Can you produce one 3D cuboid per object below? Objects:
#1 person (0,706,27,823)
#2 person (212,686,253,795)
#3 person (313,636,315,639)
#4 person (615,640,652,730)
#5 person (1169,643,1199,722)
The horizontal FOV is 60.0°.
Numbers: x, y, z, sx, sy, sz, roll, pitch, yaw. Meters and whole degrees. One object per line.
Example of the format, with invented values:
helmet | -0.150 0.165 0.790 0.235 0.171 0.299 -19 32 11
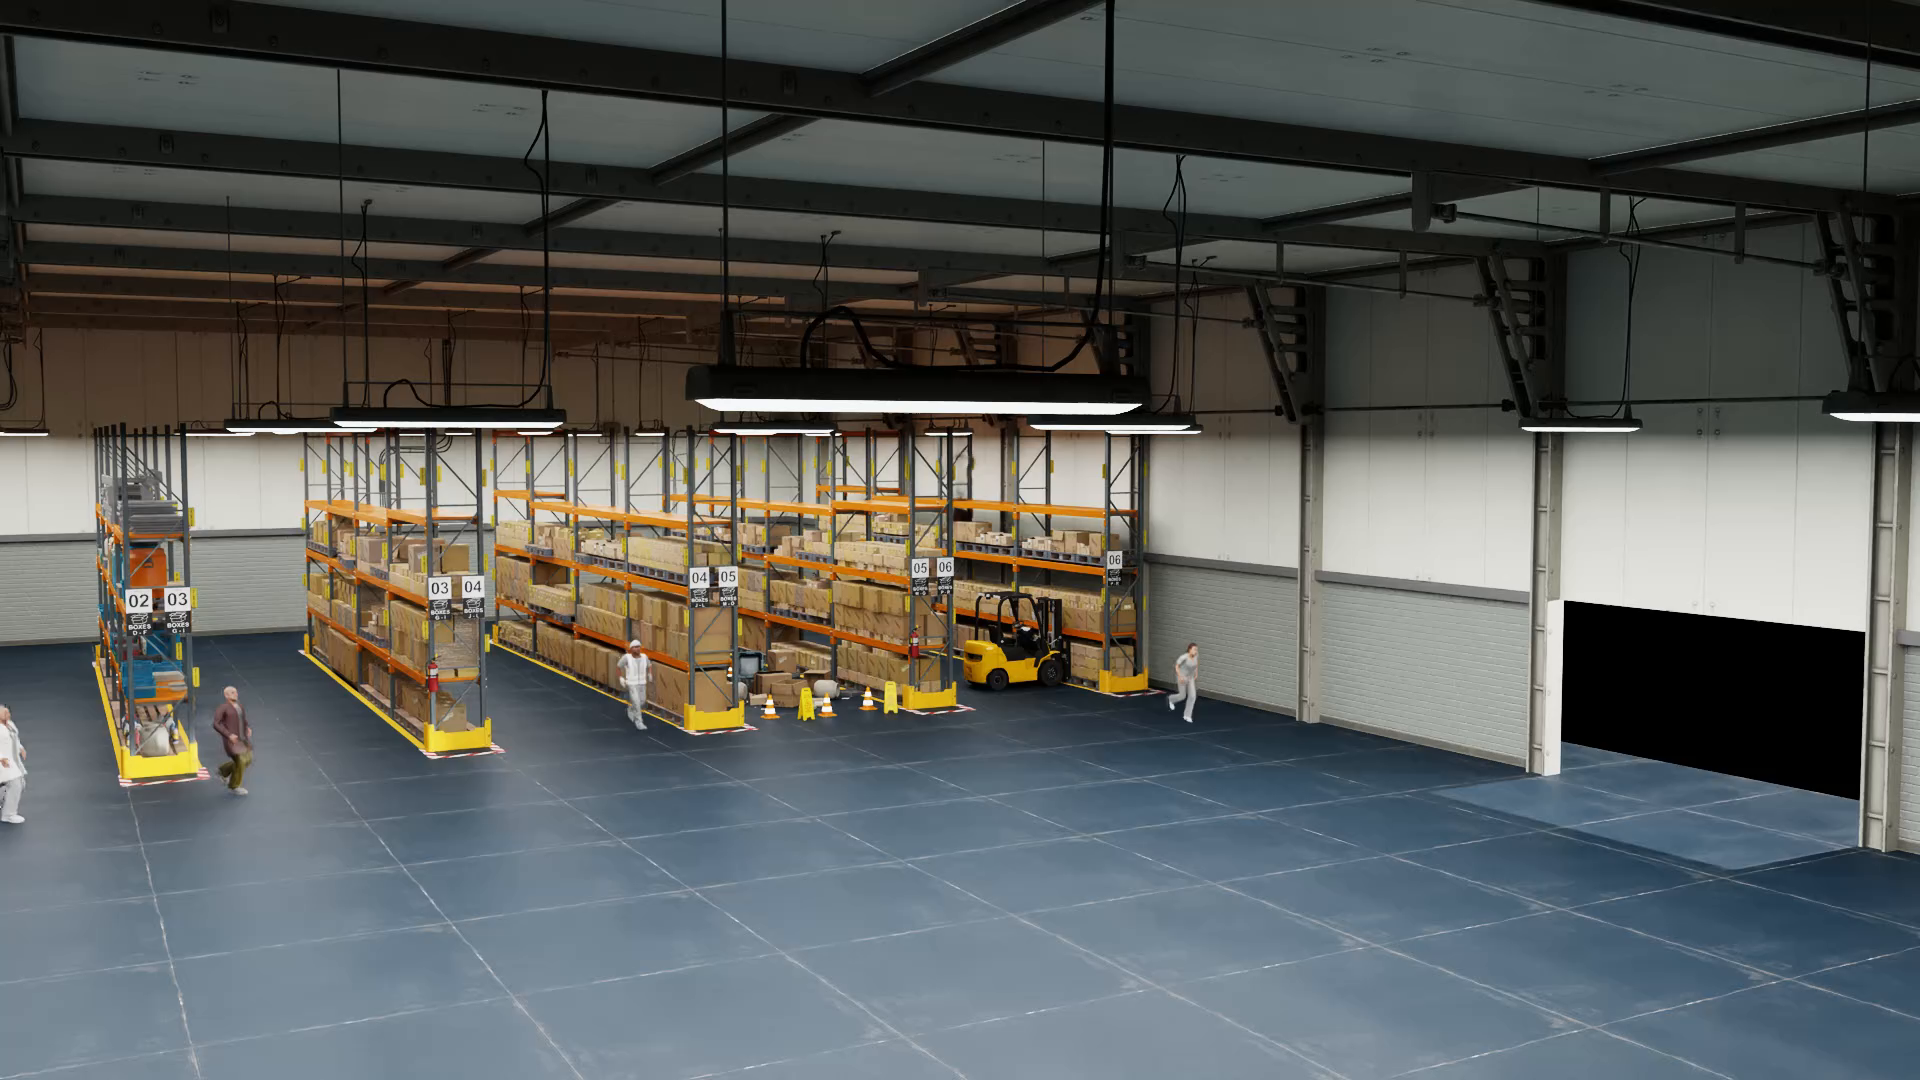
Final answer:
person | -14.332 3.352 24.879 0.663 1.753 0.708 0 3 2
person | -11.786 3.231 26.889 0.617 1.746 0.708 1 4 12
person | -17.398 2.102 45.684 0.850 1.772 0.682 -1 4 -18
person | -6.429 2.847 32.873 0.717 1.757 0.885 -3 4 -36
person | 4.575 2.892 34.072 0.567 1.603 0.878 -2 4 -33
